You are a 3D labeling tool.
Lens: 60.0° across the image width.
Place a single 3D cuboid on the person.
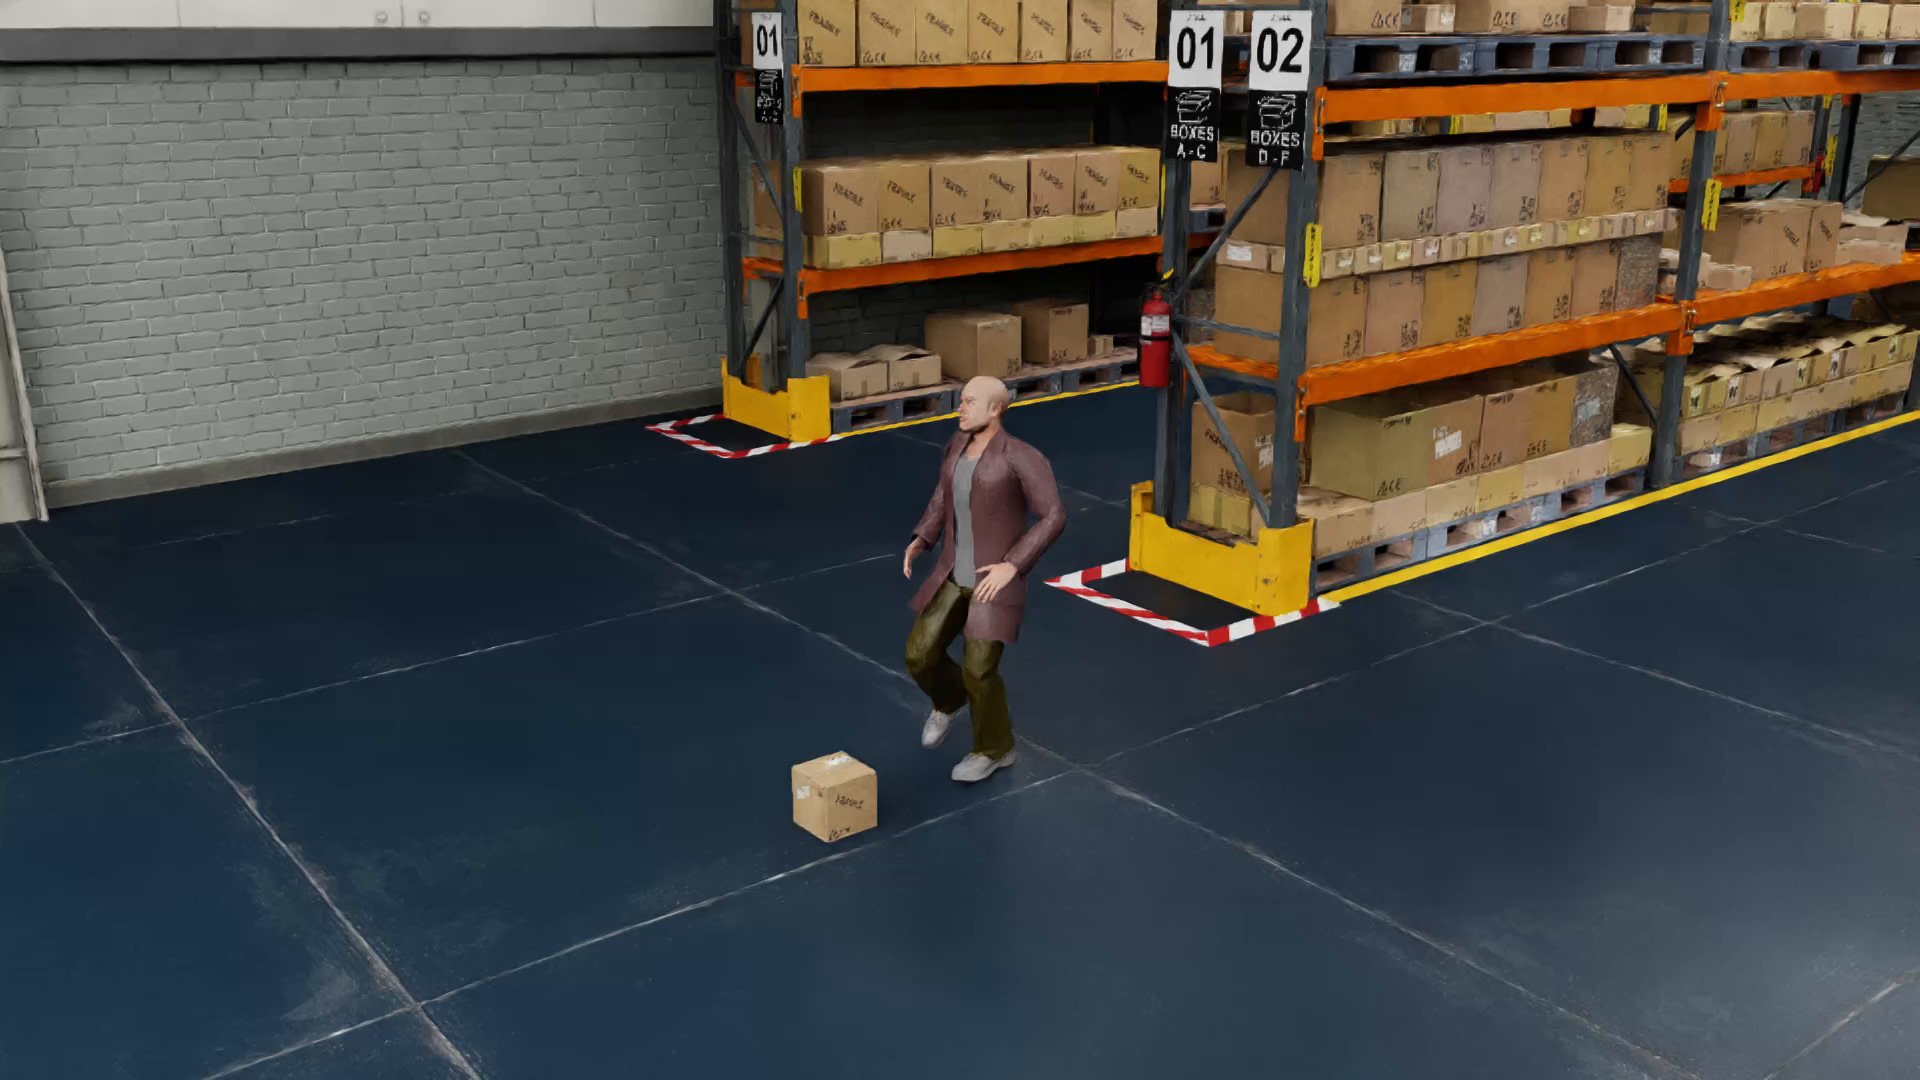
[{"bbox_3d":[0.080,0.175,7.080,0.772,1.744,0.521,13,21,35],"label":"person"}]
